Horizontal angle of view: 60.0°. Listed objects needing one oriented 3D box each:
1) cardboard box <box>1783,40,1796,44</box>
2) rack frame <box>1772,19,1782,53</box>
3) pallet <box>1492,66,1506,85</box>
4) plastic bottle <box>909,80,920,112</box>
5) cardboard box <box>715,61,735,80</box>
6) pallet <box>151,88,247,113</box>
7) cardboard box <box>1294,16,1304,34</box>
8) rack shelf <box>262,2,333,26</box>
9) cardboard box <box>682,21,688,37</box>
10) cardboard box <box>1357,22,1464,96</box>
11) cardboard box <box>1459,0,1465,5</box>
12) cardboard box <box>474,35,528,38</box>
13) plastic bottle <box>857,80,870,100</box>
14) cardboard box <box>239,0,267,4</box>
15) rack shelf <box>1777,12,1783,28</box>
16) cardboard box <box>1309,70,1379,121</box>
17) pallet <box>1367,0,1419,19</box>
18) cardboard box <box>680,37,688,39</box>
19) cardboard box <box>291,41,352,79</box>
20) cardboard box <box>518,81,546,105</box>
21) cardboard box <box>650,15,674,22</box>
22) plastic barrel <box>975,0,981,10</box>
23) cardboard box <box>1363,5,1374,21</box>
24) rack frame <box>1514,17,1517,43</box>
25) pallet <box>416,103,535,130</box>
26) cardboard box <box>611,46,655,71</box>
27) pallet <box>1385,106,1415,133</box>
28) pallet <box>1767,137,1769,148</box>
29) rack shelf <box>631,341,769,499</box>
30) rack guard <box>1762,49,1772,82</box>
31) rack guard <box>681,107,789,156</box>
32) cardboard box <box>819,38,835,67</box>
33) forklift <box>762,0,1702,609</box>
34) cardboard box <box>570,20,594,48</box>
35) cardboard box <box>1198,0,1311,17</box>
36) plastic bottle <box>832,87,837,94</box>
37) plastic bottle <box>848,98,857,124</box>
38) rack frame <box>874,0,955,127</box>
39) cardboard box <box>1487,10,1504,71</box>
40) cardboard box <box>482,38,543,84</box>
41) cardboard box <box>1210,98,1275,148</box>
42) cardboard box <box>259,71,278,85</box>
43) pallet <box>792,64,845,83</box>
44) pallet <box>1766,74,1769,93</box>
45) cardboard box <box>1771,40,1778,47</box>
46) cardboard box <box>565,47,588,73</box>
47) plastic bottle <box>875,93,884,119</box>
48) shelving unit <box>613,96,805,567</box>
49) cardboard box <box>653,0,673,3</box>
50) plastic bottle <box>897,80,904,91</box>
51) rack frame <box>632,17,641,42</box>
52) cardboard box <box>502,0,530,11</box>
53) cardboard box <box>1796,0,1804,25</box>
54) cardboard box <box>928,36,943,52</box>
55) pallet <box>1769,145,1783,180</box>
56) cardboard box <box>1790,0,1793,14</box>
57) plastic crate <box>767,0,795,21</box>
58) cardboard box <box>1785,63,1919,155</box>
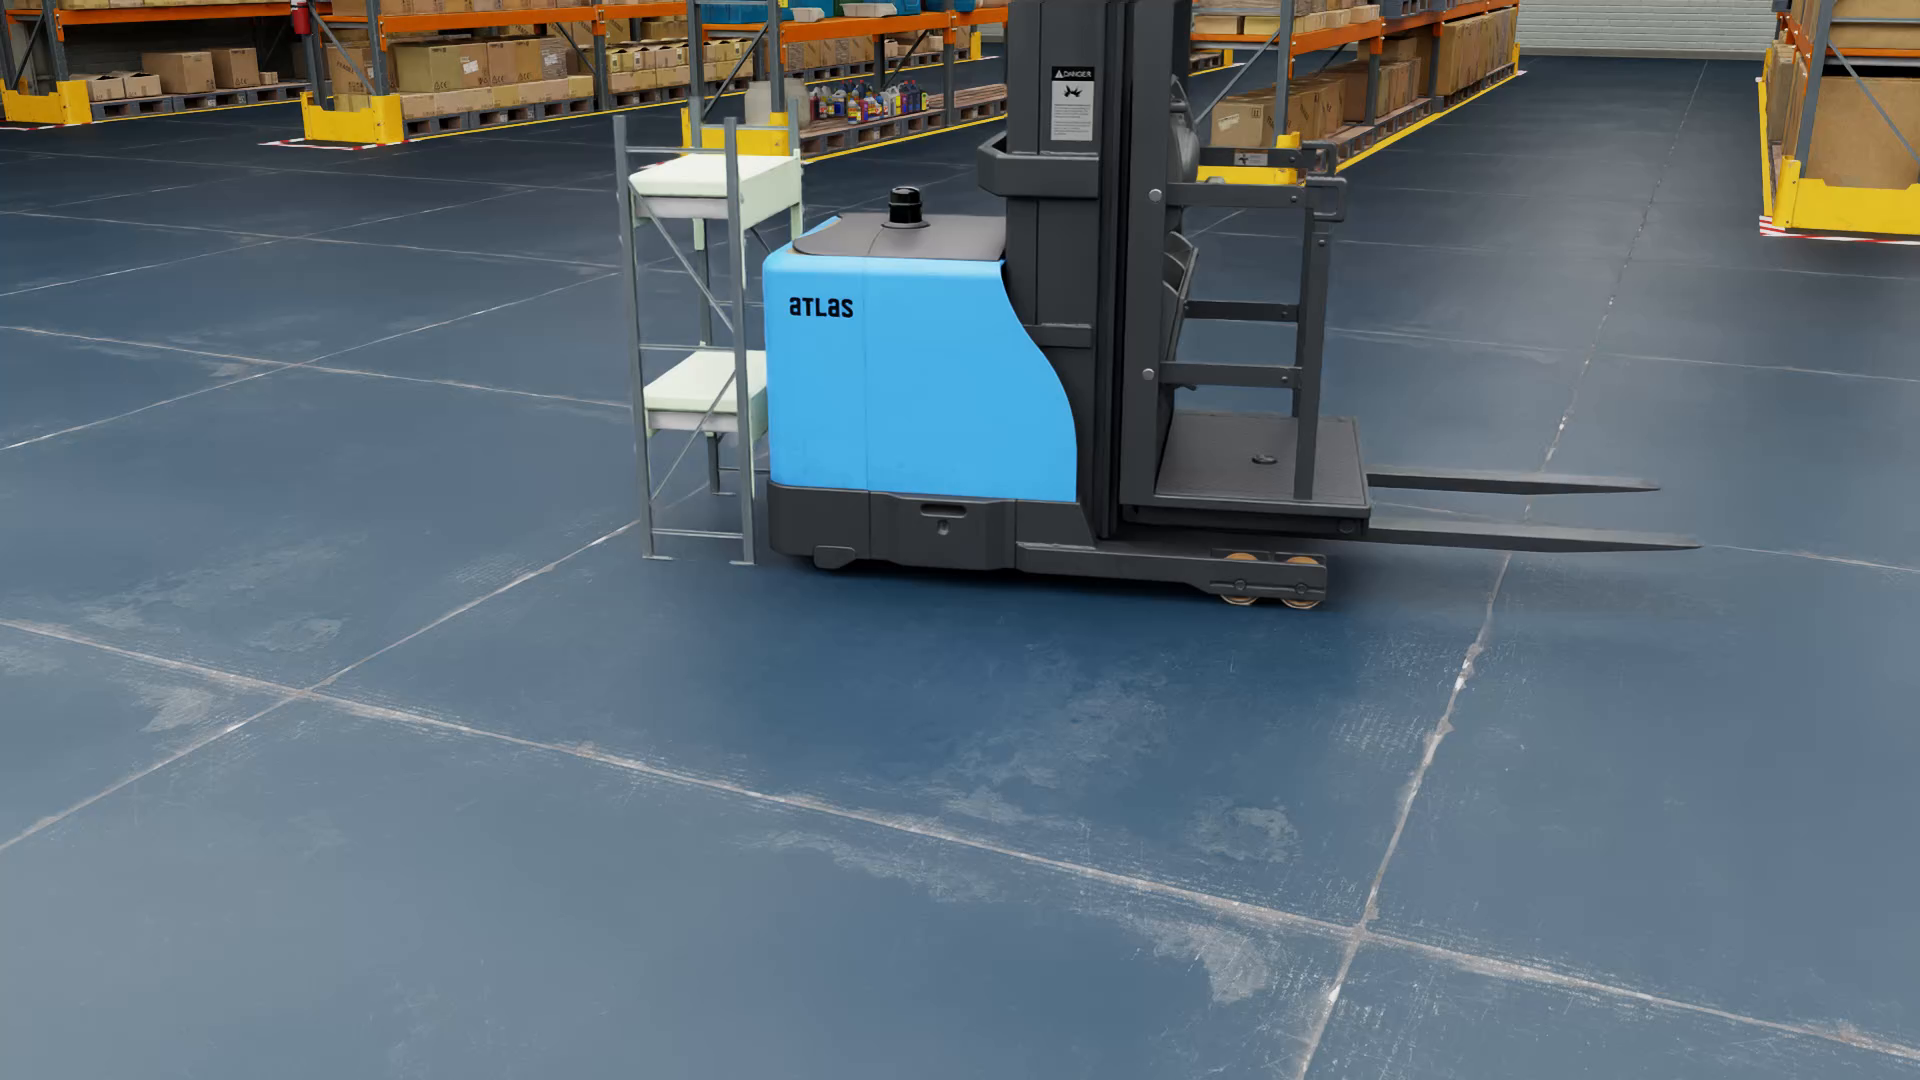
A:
[{"bbox_3d":[10.134,-5.850,19.925,0.500,0.250,0.500,8,21,21],"label":"cardboard box"},{"bbox_3d":[13.369,-8.677,25.890,1.000,3.000,0.127,9,21,23],"label":"rack frame"},{"bbox_3d":[8.128,-7.447,26.595,1.003,0.211,1.213,9,21,23],"label":"pallet"},{"bbox_3d":[-0.548,-5.122,19.192,0.144,0.351,0.185,8,21,21],"label":"plastic bottle"},{"bbox_3d":[-3.628,-6.853,24.239,0.500,0.250,0.500,8,21,22],"label":"cardboard box"},{"bbox_3d":[-10.327,-5.860,22.133,1.003,0.211,1.213,9,21,23],"label":"pallet"},{"bbox_3d":[2.787,-4.507,14.540,0.380,0.149,0.250,9,21,23],"label":"cardboard box"},{"bbox_3d":[-8.767,-8.031,25.148,1.077,0.370,4.000,9,21,23],"label":"rack shelf"},{"bbox_3d":[-5.489,-9.749,32.008,0.700,0.500,0.500,9,22,24],"label":"cardboard box"},{"bbox_3d":[5.911,-6.347,21.884,1.225,0.875,0.875,8,21,20],"label":"cardboard box"},{"bbox_3d":[6.472,-7.416,22.196,0.500,0.500,0.500,8,21,22],"label":"cardboard box"},{"bbox_3d":[-5.738,-6.083,20.955,0.500,0.500,0.500,9,21,23],"label":"cardboard box"},{"bbox_3d":[-1.125,-5.149,19.267,0.144,0.351,0.185,9,21,23],"label":"plastic bottle"},{"bbox_3d":[-9.715,-7.360,22.381,0.500,0.250,0.500,9,21,23],"label":"cardboard box"},{"bbox_3d":[12.550,-7.726,24.291,1.077,0.370,4.000,9,21,23],"label":"rack shelf"},{"bbox_3d":[4.242,-4.934,18.440,0.700,0.500,0.500,7,21,19],"label":"cardboard box"},{"bbox_3d":[4.417,-5.843,18.208,1.003,0.211,1.213,9,21,23],"label":"pallet"},{"bbox_3d":[-3.909,-7.350,24.799,0.500,0.311,0.500,9,22,25],"label":"cardboard box"},{"bbox_3d":[-9.300,-7.016,24.293,0.700,0.500,0.500,9,22,25],"label":"cardboard box"},{"bbox_3d":[-5.461,-5.504,20.447,0.500,0.250,0.500,9,21,23],"label":"cardboard box"},{"bbox_3d":[-5.603,-9.824,31.252,0.380,0.149,0.250,9,22,25],"label":"cardboard box"},{"bbox_3d":[0.044,-6.726,20.201,0.433,0.535,0.433,0,20,0],"label":"plastic barrel"},{"bbox_3d":[4.040,-5.420,17.108,0.380,0.149,0.250,9,21,23],"label":"cardboard box"},{"bbox_3d":[8.885,-9.388,27.890,1.000,3.000,0.127,9,21,23],"label":"rack frame"},{"bbox_3d":[-5.927,-5.155,20.148,1.003,0.211,1.213,9,21,23],"label":"pallet"},{"bbox_3d":[-4.459,-6.491,22.384,0.500,0.311,0.500,8,21,22],"label":"cardboard box"},{"bbox_3d":[4.787,-5.018,19.765,1.003,0.211,1.213,9,21,23],"label":"pallet"},{"bbox_3d":[9.200,-4.315,17.787,1.003,0.211,1.213,9,21,23],"label":"pallet"},{"bbox_3d":[-0.838,-0.445,5.953,0.431,0.370,0.720,3,20,10],"label":"rack shelf"},{"bbox_3d":[13.338,-7.476,26.243,1.175,0.500,0.348,9,21,23],"label":"rack guard"},{"bbox_3d":[-2.197,-4.029,16.550,1.175,0.500,0.348,9,21,23],"label":"rack guard"},{"bbox_3d":[-2.352,-7.906,26.797,0.500,0.500,0.500,8,21,21],"label":"cardboard box"},{"bbox_3d":[0.912,-1.351,5.395,3.031,2.935,1.130,3,20,10],"label":"forklift"},{"bbox_3d":[-6.819,-8.901,29.101,0.750,0.750,0.750,9,22,24],"label":"cardboard box"},{"bbox_3d":[2.583,-4.849,14.533,0.875,0.500,0.500,9,21,23],"label":"cardboard box"},{"bbox_3d":[-1.440,-5.035,19.046,0.061,0.283,0.133,10,22,25],"label":"plastic bottle"},{"bbox_3d":[-1.159,-4.610,17.870,0.097,0.271,0.097,0,20,0],"label":"plastic bottle"},{"bbox_3d":[-0.548,-6.399,19.486,1.000,3.000,0.127,9,21,23],"label":"rack frame"},{"bbox_3d":[7.959,-7.828,26.048,0.875,0.875,0.875,9,21,23],"label":"cardboard box"},{"bbox_3d":[-5.472,-5.859,20.326,0.500,0.500,0.500,9,21,23],"label":"cardboard box"},{"bbox_3d":[2.604,-3.706,15.016,0.500,0.500,0.500,13,23,33],"label":"cardboard box"},{"bbox_3d":[-9.778,-6.463,23.238,0.380,0.166,0.250,6,20,16],"label":"cardboard box"},{"bbox_3d":[-2.586,-7.584,26.978,1.003,0.211,1.213,9,21,23],"label":"pallet"},{"bbox_3d":[12.472,-6.724,24.562,1.003,0.211,1.213,9,21,23],"label":"pallet"},{"bbox_3d":[12.844,-7.698,25.878,0.380,0.149,0.250,8,21,20],"label":"cardboard box"},{"bbox_3d":[-5.161,-6.410,22.156,0.500,0.311,0.500,9,21,23],"label":"cardboard box"},{"bbox_3d":[-0.894,-4.807,18.425,0.097,0.271,0.097,0,20,0],"label":"plastic bottle"},{"bbox_3d":[-0.838,-0.752,5.844,0.431,1.500,0.755,3,20,10],"label":"shelving unit"},{"bbox_3d":[-4.315,-7.674,22.921,0.500,0.500,0.500,9,21,23],"label":"cardboard box"},{"bbox_3d":[-0.680,-5.142,19.247,0.144,0.351,0.185,9,21,23],"label":"plastic bottle"},{"bbox_3d":[-6.310,-10.204,30.185,1.000,3.000,0.127,9,21,23],"label":"rack frame"},{"bbox_3d":[-5.660,-6.676,20.114,0.700,0.500,0.500,9,21,24],"label":"cardboard box"},{"bbox_3d":[8.425,-5.252,16.110,0.500,0.500,0.500,8,21,22],"label":"cardboard box"},{"bbox_3d":[-0.565,-9.174,30.735,0.500,0.250,0.500,9,21,23],"label":"cardboard box"},{"bbox_3d":[8.072,-3.473,15.419,1.003,0.211,1.213,9,21,23],"label":"pallet"},{"bbox_3d":[9.663,-6.178,18.715,0.500,0.500,0.500,9,21,23],"label":"cardboard box"},{"bbox_3d":[-1.982,-5.498,17.175,0.499,0.251,0.408,9,21,23],"label":"plastic crate"},{"bbox_3d":[7.393,-3.468,13.788,0.875,0.875,0.875,8,21,22],"label":"cardboard box"}]
